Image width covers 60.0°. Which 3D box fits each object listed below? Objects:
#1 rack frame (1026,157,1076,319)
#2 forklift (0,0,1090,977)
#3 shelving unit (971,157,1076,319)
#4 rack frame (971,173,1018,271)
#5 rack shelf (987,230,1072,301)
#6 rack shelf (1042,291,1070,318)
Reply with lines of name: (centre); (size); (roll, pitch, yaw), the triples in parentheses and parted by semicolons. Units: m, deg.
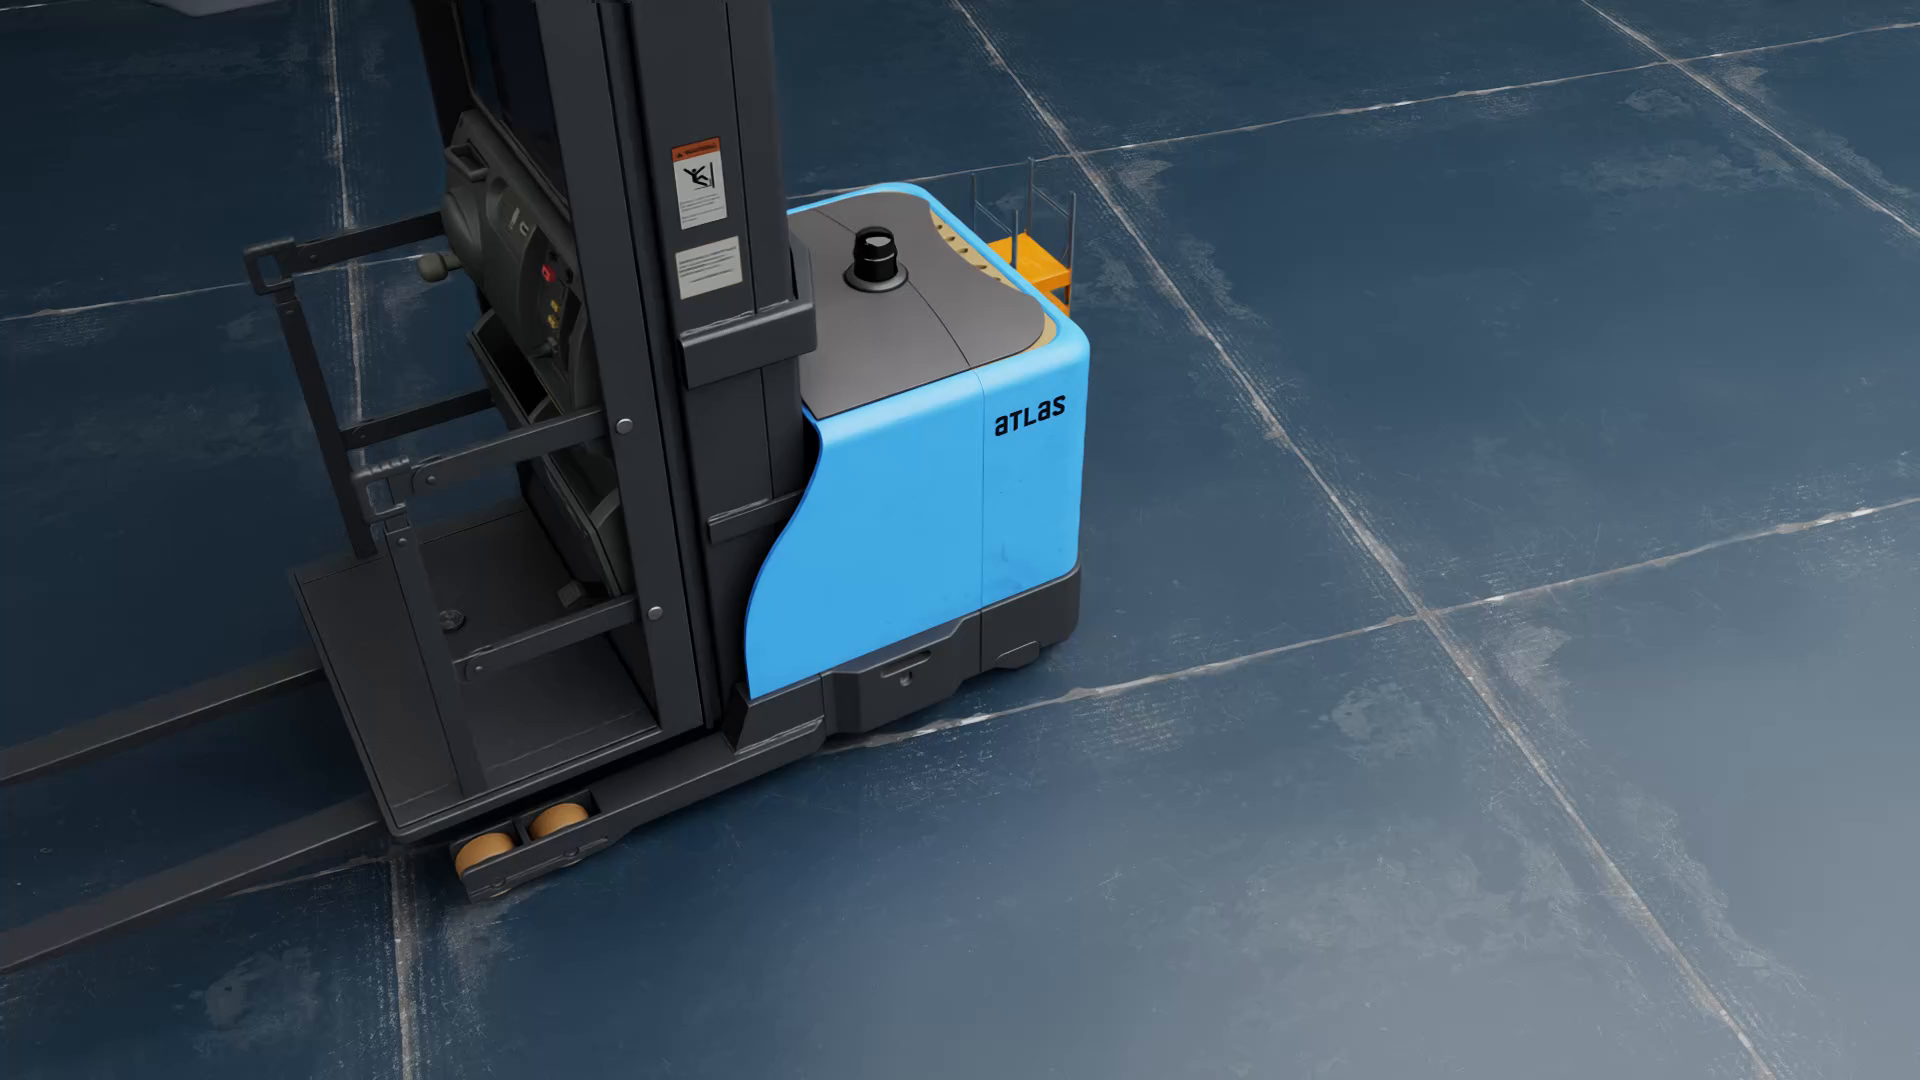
rack frame: (0.252, -0.551, 4.969); (0.006, 1.200, 0.240); (-21, 45, -22)
forklift: (-1.189, -0.599, 3.708); (3.031, 2.935, 1.130); (-21, 45, -22)
shelving unit: (0.172, -0.521, 4.934); (0.189, 1.200, 0.258); (-21, 45, -22)
rack frame: (0.093, -0.491, 4.900); (0.006, 1.200, 0.240); (-21, 45, -22)
rack shelf: (0.172, -0.759, 4.727); (0.180, 0.103, 0.258); (-21, 45, -22)
rack shelf: (0.172, -0.668, 4.806); (0.180, 0.103, 0.258); (-21, 45, -22)
